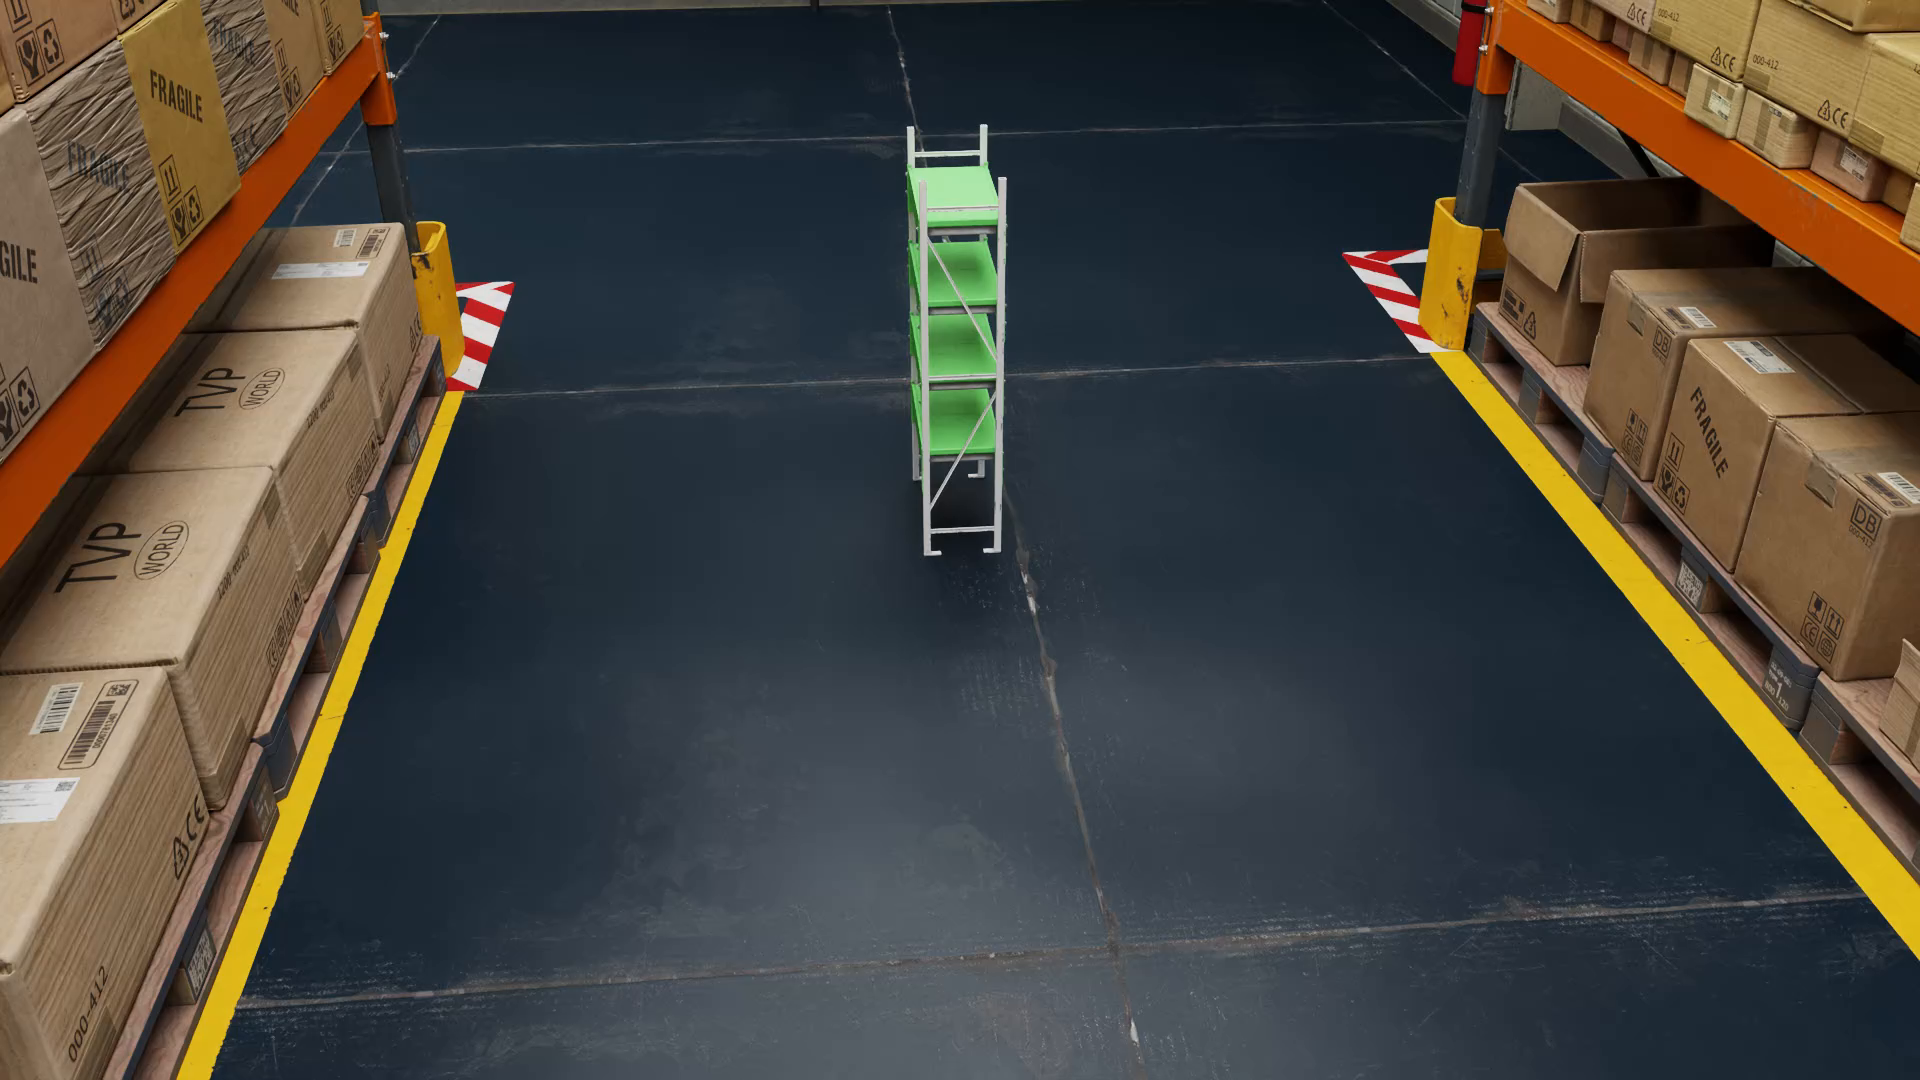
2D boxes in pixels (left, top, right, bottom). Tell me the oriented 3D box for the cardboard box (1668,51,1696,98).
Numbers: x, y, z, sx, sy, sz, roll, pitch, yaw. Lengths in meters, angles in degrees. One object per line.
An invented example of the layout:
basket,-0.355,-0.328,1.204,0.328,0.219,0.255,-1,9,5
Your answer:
cardboard box,2.317,-1.363,4.851,0.380,0.149,0.250,-2,31,-4

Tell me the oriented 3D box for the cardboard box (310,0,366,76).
cardboard box,-2.195,-1.748,5.155,0.500,0.500,0.500,-3,31,-4

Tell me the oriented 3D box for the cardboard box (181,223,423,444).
cardboard box,-2.343,-0.687,5.565,0.875,0.438,0.875,-4,31,-6

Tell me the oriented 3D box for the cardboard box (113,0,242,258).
cardboard box,-2.044,-0.966,3.845,0.500,0.500,0.500,-2,31,-3

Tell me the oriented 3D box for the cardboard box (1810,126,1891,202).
cardboard box,2.404,-0.968,4.191,0.380,0.149,0.250,-3,31,-5

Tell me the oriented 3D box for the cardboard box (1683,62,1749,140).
cardboard box,2.266,-1.230,4.629,0.380,0.149,0.250,-4,31,-6

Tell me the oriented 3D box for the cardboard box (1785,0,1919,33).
cardboard box,2.352,-1.554,4.051,0.500,0.500,0.500,-2,31,-3

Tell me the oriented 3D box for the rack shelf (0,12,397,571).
rack shelf,-2.317,-0.609,4.046,1.077,0.370,4.000,-3,31,-5

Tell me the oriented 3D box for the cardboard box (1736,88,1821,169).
cardboard box,2.311,-1.096,4.406,0.380,0.149,0.250,-2,31,-3

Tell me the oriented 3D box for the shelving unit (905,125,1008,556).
shelving unit,-0.015,-0.600,5.084,0.258,1.200,0.503,-3,31,-5

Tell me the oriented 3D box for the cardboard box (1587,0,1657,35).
cardboard box,2.259,-1.740,5.095,0.500,0.250,0.500,-2,31,-4

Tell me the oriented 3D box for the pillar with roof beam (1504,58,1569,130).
pillar with roof beam,-1.203,-5.968,6.466,9.100,9.000,0.400,-3,31,-5

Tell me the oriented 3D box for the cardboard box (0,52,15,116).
cardboard box,-1.974,-0.882,2.729,0.500,0.500,0.500,-3,31,-5

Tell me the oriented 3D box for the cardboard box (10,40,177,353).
cardboard box,-1.996,-0.703,3.405,0.500,0.500,0.500,-3,31,-4

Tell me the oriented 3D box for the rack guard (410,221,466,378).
rack guard,-2.506,-0.878,6.233,1.175,0.500,0.348,-3,31,-5

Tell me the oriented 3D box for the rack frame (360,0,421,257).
rack frame,-2.504,-1.939,5.571,1.000,3.000,0.127,-3,31,-5

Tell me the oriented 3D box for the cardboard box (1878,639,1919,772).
cardboard box,2.434,0.404,3.905,0.396,0.266,0.258,-2,31,-3

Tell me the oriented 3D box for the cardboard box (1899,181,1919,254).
cardboard box,2.387,-0.707,3.754,0.380,0.149,0.250,-3,31,-5

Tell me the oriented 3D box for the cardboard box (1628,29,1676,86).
cardboard box,2.287,-1.498,5.078,0.380,0.149,0.250,-2,31,-3

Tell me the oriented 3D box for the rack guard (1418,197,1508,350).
rack guard,2.445,-1.067,6.549,1.175,0.500,0.348,-3,31,-5

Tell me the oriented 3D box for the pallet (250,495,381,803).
pallet,-2.240,0.284,4.569,1.003,0.211,1.213,-3,31,-5

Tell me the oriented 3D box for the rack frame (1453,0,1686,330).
rack frame,2.438,-2.179,5.973,1.000,3.000,0.127,-3,31,-5

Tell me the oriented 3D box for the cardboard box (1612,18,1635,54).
cardboard box,2.324,-1.630,5.299,0.380,0.149,0.250,-3,31,-5

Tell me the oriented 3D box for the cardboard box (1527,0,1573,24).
cardboard box,2.195,-1.890,5.734,0.380,0.149,0.250,-3,31,-5

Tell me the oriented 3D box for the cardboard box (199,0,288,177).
cardboard box,-2.106,-1.229,4.286,0.500,0.500,0.500,-2,31,-3

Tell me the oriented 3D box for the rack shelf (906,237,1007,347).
rack shelf,-0.016,-0.751,4.994,0.258,0.148,0.480,-3,31,-5

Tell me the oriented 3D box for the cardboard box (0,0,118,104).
cardboard box,-2.011,-1.144,3.168,0.500,0.500,0.500,-2,31,-4

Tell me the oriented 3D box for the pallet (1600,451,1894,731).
pallet,2.631,0.086,4.901,1.003,0.211,1.213,-3,31,-5

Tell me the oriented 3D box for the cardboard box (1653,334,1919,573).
cardboard box,2.392,-0.256,4.782,0.500,0.500,0.500,-2,31,-4

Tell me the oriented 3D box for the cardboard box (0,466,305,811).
cardboard box,-2.166,0.240,4.012,0.875,0.438,0.875,-4,31,-6

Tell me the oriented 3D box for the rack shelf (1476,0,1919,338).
rack shelf,2.625,-0.849,4.448,1.077,0.370,4.000,-3,31,-5

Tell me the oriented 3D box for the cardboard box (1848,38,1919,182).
cardboard box,2.426,-0.959,3.786,0.500,0.250,0.500,-3,31,-5

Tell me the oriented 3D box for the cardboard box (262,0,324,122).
cardboard box,-2.163,-1.492,4.724,0.500,0.500,0.500,-3,31,-6

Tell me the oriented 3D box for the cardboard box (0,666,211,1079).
cardboard box,-2.082,0.697,3.247,0.875,0.438,0.875,-3,31,-5

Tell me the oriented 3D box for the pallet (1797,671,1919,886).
pallet,2.748,0.710,3.856,1.003,0.211,1.213,-3,31,-5

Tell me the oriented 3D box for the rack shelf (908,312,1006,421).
rack shelf,-0.015,-0.545,5.117,0.258,0.148,0.480,-3,31,-5

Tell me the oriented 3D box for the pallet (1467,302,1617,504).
pallet,2.520,-0.536,5.941,1.003,0.211,1.213,-3,31,-5

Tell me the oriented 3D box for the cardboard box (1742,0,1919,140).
cardboard box,2.379,-1.222,4.226,0.500,0.250,0.500,-4,31,-6

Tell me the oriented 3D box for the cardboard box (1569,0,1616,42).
cardboard box,2.265,-1.762,5.520,0.380,0.149,0.250,-2,31,-3

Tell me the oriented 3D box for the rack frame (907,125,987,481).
rack frame,-0.038,-0.724,5.292,0.240,1.200,0.015,-3,31,-5

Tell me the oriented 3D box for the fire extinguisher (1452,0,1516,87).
fire extinguisher,1.964,-2.039,6.177,0.296,0.674,0.183,-3,31,-5

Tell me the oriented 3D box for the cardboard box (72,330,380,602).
cardboard box,-2.249,-0.220,4.783,0.875,0.438,0.875,-2,31,-3

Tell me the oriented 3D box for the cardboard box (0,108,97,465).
cardboard box,-1.956,-0.449,2.979,0.500,0.500,0.500,-3,31,-4

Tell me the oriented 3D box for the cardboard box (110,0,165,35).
cardboard box,-2.056,-1.402,3.599,0.500,0.500,0.500,-3,31,-5

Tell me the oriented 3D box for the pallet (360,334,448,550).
pallet,-2.351,-0.337,5.609,1.003,0.211,1.213,-3,31,-5

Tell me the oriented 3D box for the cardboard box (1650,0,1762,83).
cardboard box,2.310,-1.482,4.662,0.500,0.250,0.500,-3,31,-6

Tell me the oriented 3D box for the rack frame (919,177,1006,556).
rack frame,0.007,-0.475,4.875,0.240,1.200,0.015,-3,31,-5

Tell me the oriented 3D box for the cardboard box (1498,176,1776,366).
cardboard box,2.401,-0.971,5.975,0.797,0.503,0.637,-4,31,-7

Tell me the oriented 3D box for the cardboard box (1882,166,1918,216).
cardboard box,2.474,-0.844,3.983,0.380,0.149,0.250,-2,31,-4

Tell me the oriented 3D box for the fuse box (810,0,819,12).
fuse box,-0.949,-4.290,10.763,0.539,1.711,0.414,-3,31,-5

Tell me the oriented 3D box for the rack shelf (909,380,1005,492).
rack shelf,-0.015,-0.339,5.240,0.258,0.148,0.480,-3,31,-5

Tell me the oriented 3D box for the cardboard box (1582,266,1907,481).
cardboard box,2.442,-0.531,5.242,0.700,0.500,0.500,-2,31,-3

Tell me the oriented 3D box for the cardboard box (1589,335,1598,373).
cardboard box,2.402,-0.600,5.699,0.380,0.149,0.250,-4,31,-7

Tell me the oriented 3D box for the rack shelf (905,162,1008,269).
rack shelf,-0.016,-0.957,4.870,0.258,0.148,0.480,-3,31,-5

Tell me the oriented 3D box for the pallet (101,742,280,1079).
pallet,-2.123,0.908,3.524,1.003,0.211,1.213,-3,31,-5

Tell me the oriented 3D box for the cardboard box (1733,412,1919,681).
cardboard box,2.539,-0.001,4.354,0.700,0.500,0.500,-4,31,-6
